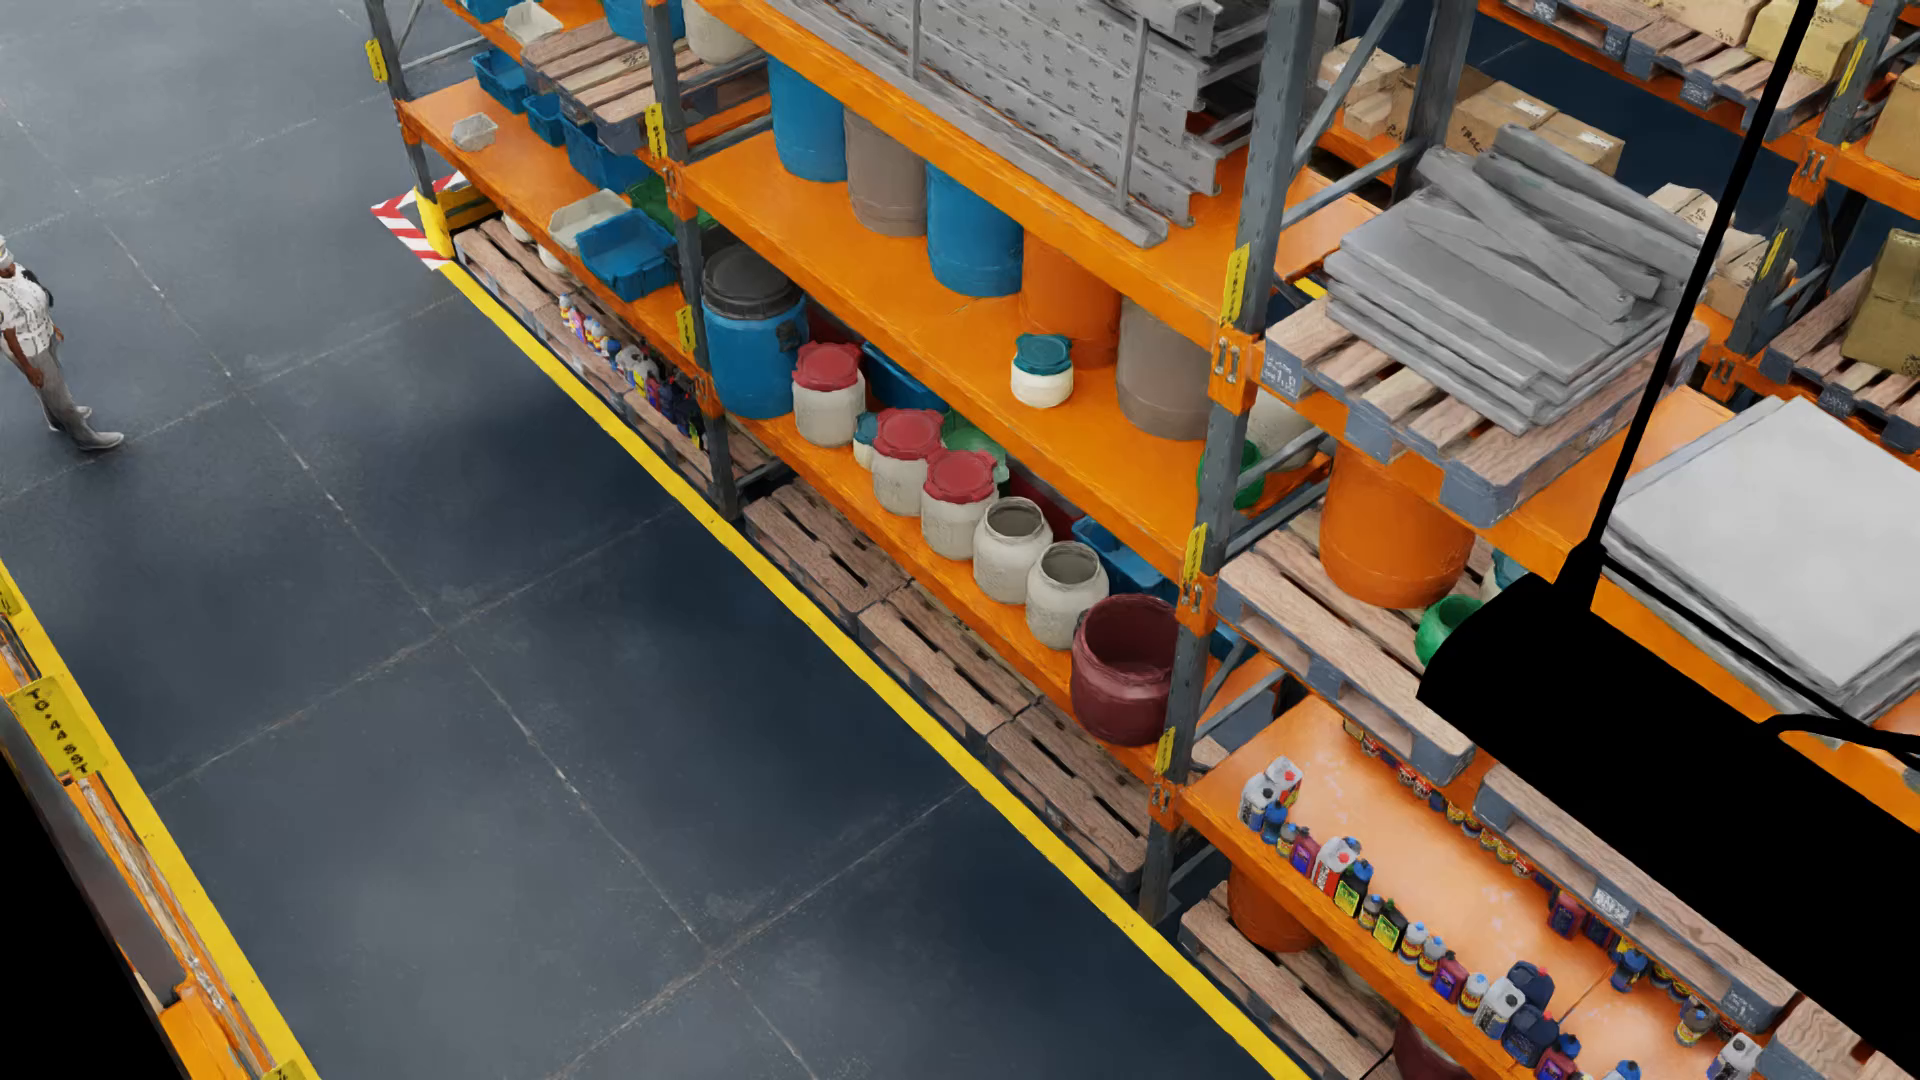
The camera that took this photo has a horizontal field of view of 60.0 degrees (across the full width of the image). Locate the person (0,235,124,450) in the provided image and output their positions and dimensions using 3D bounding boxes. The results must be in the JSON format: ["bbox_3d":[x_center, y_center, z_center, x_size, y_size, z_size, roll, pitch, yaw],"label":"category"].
[{"bbox_3d":[-6.109,-1.303,11.053,0.533,1.667,0.575,-7,47,-7],"label":"person"}]
